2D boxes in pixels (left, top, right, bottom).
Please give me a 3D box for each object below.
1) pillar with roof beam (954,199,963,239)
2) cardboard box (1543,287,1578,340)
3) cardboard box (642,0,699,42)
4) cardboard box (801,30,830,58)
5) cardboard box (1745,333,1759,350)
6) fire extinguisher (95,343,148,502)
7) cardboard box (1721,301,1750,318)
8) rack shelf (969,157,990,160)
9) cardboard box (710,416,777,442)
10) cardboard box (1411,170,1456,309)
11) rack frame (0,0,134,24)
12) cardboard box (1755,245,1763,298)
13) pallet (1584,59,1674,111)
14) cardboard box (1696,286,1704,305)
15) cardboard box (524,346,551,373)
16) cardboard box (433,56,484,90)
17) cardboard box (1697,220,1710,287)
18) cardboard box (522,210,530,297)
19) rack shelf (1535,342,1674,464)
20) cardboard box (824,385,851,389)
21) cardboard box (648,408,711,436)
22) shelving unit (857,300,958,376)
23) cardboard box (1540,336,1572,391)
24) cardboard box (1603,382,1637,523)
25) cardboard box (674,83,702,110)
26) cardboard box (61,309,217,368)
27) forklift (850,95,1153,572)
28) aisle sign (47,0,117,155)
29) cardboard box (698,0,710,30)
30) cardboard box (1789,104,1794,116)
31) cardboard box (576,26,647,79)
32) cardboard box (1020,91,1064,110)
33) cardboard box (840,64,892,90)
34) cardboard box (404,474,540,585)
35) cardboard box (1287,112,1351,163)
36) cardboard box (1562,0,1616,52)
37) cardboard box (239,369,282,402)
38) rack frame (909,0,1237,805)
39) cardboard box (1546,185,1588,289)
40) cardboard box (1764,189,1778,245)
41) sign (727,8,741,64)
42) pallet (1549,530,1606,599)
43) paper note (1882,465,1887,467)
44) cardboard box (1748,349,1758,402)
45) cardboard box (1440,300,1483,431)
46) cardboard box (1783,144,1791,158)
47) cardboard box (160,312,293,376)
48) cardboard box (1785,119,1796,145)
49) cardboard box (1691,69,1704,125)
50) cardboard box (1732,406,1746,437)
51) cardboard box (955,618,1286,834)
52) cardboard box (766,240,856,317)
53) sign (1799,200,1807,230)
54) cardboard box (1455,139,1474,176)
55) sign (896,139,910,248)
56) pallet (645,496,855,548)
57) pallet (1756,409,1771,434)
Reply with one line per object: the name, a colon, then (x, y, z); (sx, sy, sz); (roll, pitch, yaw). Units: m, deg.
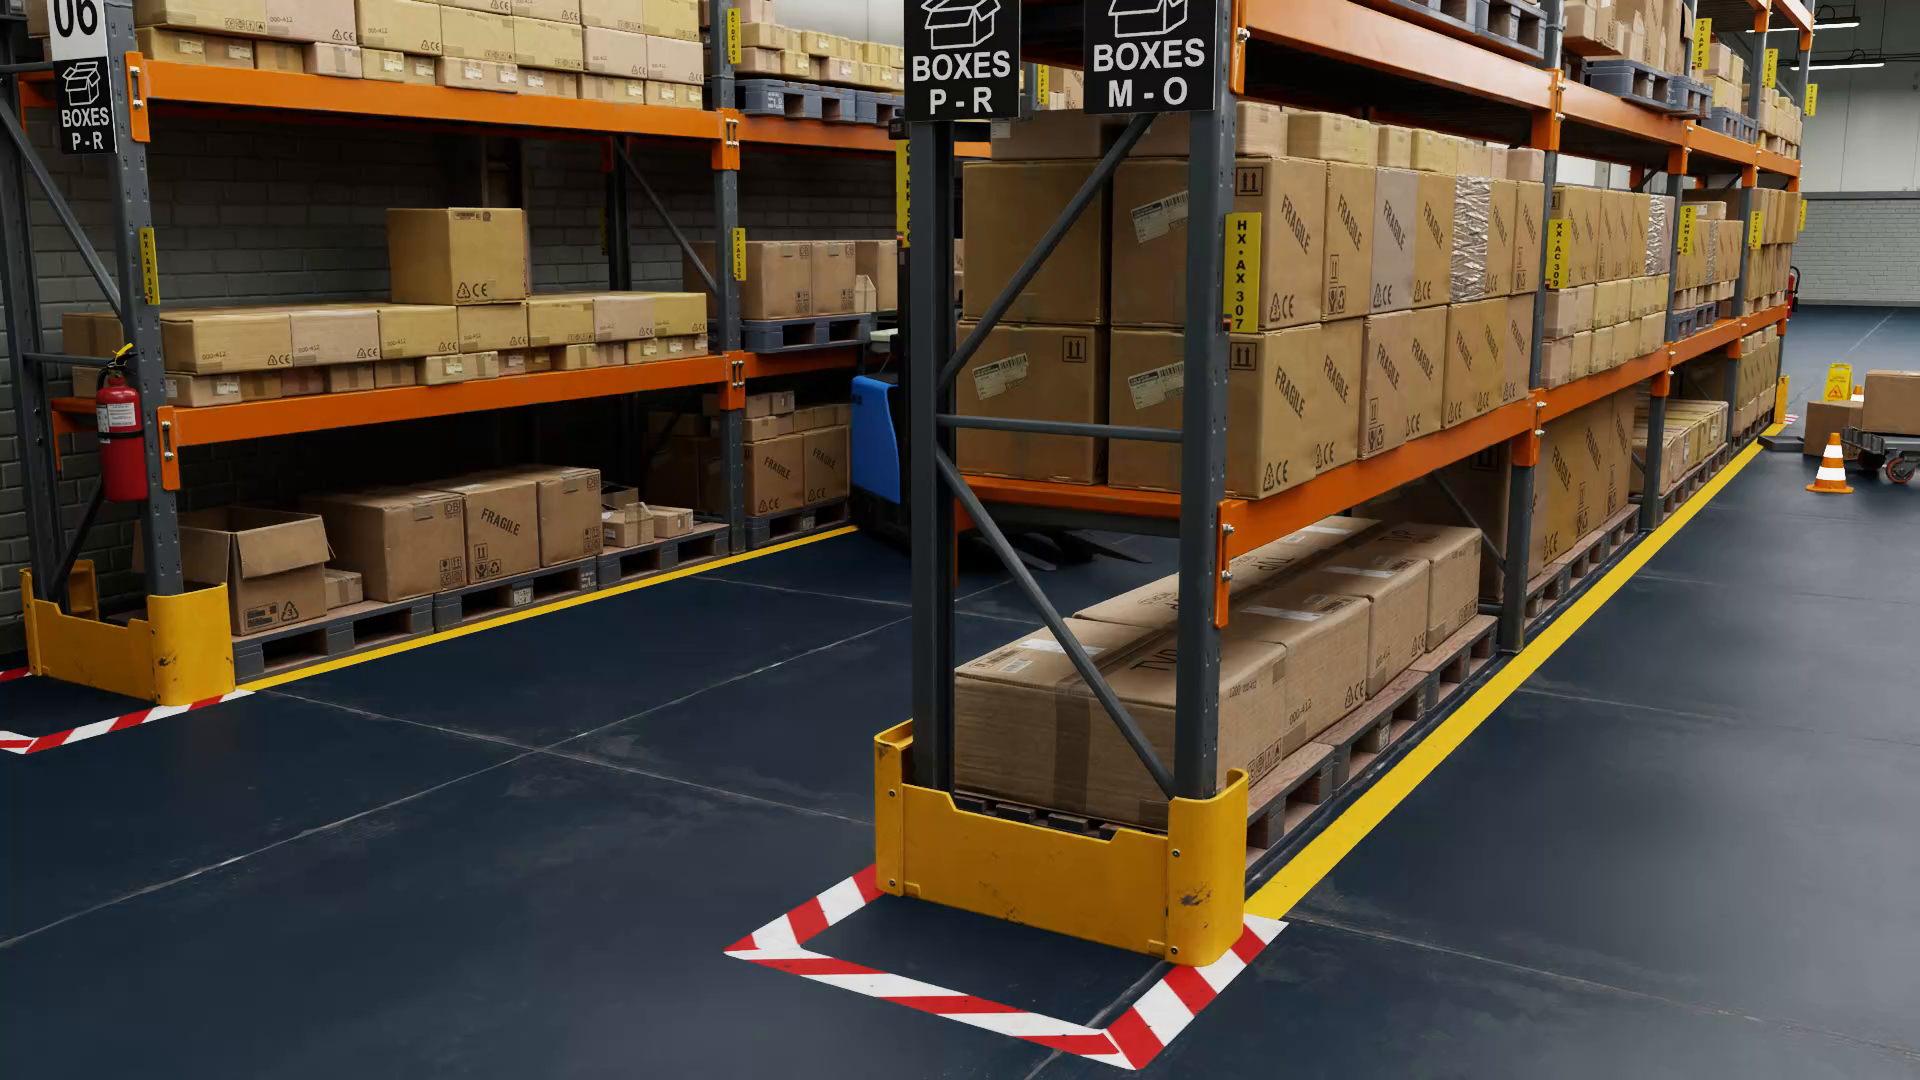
pillar with roof beam: (3.799, -4.885, 13.010); (9.100, 9.000, 0.400); (6, 12, 31)
cardboard box: (2.851, -1.168, 8.507); (0.500, 0.250, 0.500); (6, 12, 29)
cardboard box: (-1.919, -3.118, 9.961); (0.500, 0.250, 0.500); (6, 12, 31)
cardboard box: (-1.088, -3.270, 10.994); (0.380, 0.149, 0.250); (6, 12, 30)
cardboard box: (7.453, -1.917, 15.985); (0.380, 0.149, 0.250); (7, 13, 33)
fire extinguisher: (-3.621, -0.510, 7.165); (0.296, 0.674, 0.183); (6, 12, 31)
cardboard box: (6.972, -2.108, 15.158); (0.380, 0.149, 0.250); (6, 12, 30)
rack shelf: (1.252, -3.492, 15.674); (1.077, 0.370, 4.000); (6, 12, 31)
cardboard box: (-1.449, -0.755, 11.141); (0.380, 0.149, 0.250); (7, 13, 33)
cardboard box: (1.578, -1.156, 6.404); (0.500, 0.500, 0.500); (6, 12, 31)
rack frame: (-3.940, -3.747, 6.931); (1.000, 3.000, 0.127); (6, 12, 31)
cardboard box: (7.242, -2.531, 15.659); (0.500, 0.500, 0.500); (6, 12, 30)
pallet: (3.591, -2.682, 9.906); (1.003, 0.211, 1.213); (7, 13, 33)
cardboard box: (5.666, -1.949, 13.169); (0.380, 0.149, 0.250); (7, 13, 32)
cardboard box: (-2.541, -1.032, 9.414); (0.380, 0.149, 0.250); (7, 12, 32)
cardboard box: (-2.697, -2.409, 8.618); (0.380, 0.149, 0.250); (6, 12, 31)
cardboard box: (5.424, -2.200, 12.750); (0.500, 0.500, 0.500); (7, 12, 32)
cardboard box: (-2.864, -1.660, 9.646); (0.500, 0.500, 0.500); (6, 12, 29)
rack shelf: (3.419, -0.915, 10.060); (1.077, 0.370, 4.000); (6, 12, 31)
cardboard box: (-0.860, -1.136, 13.172); (0.380, 0.149, 0.250); (6, 12, 29)
cardboard box: (-1.919, -0.810, 11.431); (0.380, 0.149, 0.250); (6, 12, 28)
shelving unit: (-0.353, -0.968, 12.073); (0.431, 1.500, 0.755); (7, 15, 32)
cardboard box: (2.835, -0.924, 8.562); (0.500, 0.250, 0.500); (6, 12, 29)
cardboard box: (4.028, -0.645, 11.293); (0.875, 0.875, 0.875); (6, 12, 30)
cardboard box: (-1.797, -2.694, 10.138); (0.380, 0.149, 0.250); (6, 12, 30)
cardboard box: (-3.928, -0.969, 7.991); (0.500, 0.250, 0.500); (7, 13, 32)
forklift: (0.232, -1.333, 10.526); (1.130, 2.935, 3.031); (-4, 11, -21)
aisle sign: (-3.724, -2.038, 7.037); (0.394, 0.787, 0.004); (6, 12, 31)
cardboard box: (-1.763, -3.439, 10.769); (0.396, 0.266, 0.258); (6, 12, 30)
cardboard box: (8.404, -4.424, 17.213); (0.380, 0.149, 0.250); (6, 12, 30)
cardboard box: (-2.160, -2.792, 9.579); (0.500, 0.250, 0.500); (6, 12, 29)
cardboard box: (0.654, -3.698, 14.039); (0.380, 0.166, 0.250); (6, 12, 31)
cardboard box: (-0.700, -3.243, 11.659); (0.380, 0.149, 0.250); (7, 13, 32)
cardboard box: (-2.704, -0.068, 9.231); (0.500, 0.500, 0.500); (7, 12, 32)
cardboard box: (1.033, -1.292, 5.366); (0.380, 0.149, 0.250); (7, 13, 32)
cardboard box: (3.087, -2.795, 8.582); (0.500, 0.500, 0.500); (6, 12, 30)
cardboard box: (-3.442, -0.745, 7.880); (0.380, 0.149, 0.250); (7, 13, 32)
rack frame: (0.304, -0.325, 4.953); (1.000, 3.000, 0.127); (6, 12, 31)
cardboard box: (2.855, -1.536, 8.435); (0.500, 0.500, 0.500); (7, 12, 31)
cardboard box: (7.232, -3.026, 15.582); (0.700, 0.500, 0.500); (6, 12, 31)
sign: (-1.395, -3.106, 10.249); (0.100, 0.325, 0.005); (6, 12, 31)
pallet: (3.350, 0.095, 10.286); (1.003, 0.211, 1.213); (6, 12, 31)
paper note: (8.268, -0.673, 14.882); (0.148, 0.019, 0.142); (6, 12, 31)
cardboard box: (7.339, -1.588, 15.993); (0.500, 0.500, 0.500); (7, 13, 33)
cardboard box: (1.848, -0.744, 6.919); (0.500, 0.500, 0.500); (6, 12, 30)
cardboard box: (8.397, -4.029, 17.267); (0.380, 0.149, 0.250); (7, 13, 32)
cardboard box: (-3.474, -0.917, 7.713); (0.500, 0.250, 0.500); (6, 12, 31)
cardboard box: (8.302, -4.204, 17.122); (0.500, 0.250, 0.500); (6, 12, 30)
cardboard box: (5.225, -3.351, 12.684); (0.797, 0.503, 0.637); (6, 12, 31)
cardboard box: (7.072, -1.134, 15.606); (0.500, 0.250, 0.500); (6, 12, 28)
cardboard box: (0.562, 0.615, 5.756); (0.875, 0.438, 0.875); (6, 12, 29)
cardboard box: (-1.152, -1.819, 11.523); (0.700, 0.500, 0.500); (7, 12, 31)
sign: (9.075, -3.510, 17.959); (0.100, 0.325, 0.005); (6, 12, 31)
cardboard box: (1.910, -1.581, 6.910); (0.380, 0.149, 0.250); (6, 12, 30)
sign: (-0.152, -1.065, 5.114); (0.100, 0.325, 0.005); (6, 12, 31)
pallet: (-1.473, -0.189, 11.803); (1.003, 0.211, 1.213); (6, 12, 31)
pallet: (8.120, -1.334, 17.923); (1.003, 0.211, 1.213); (6, 12, 31)
